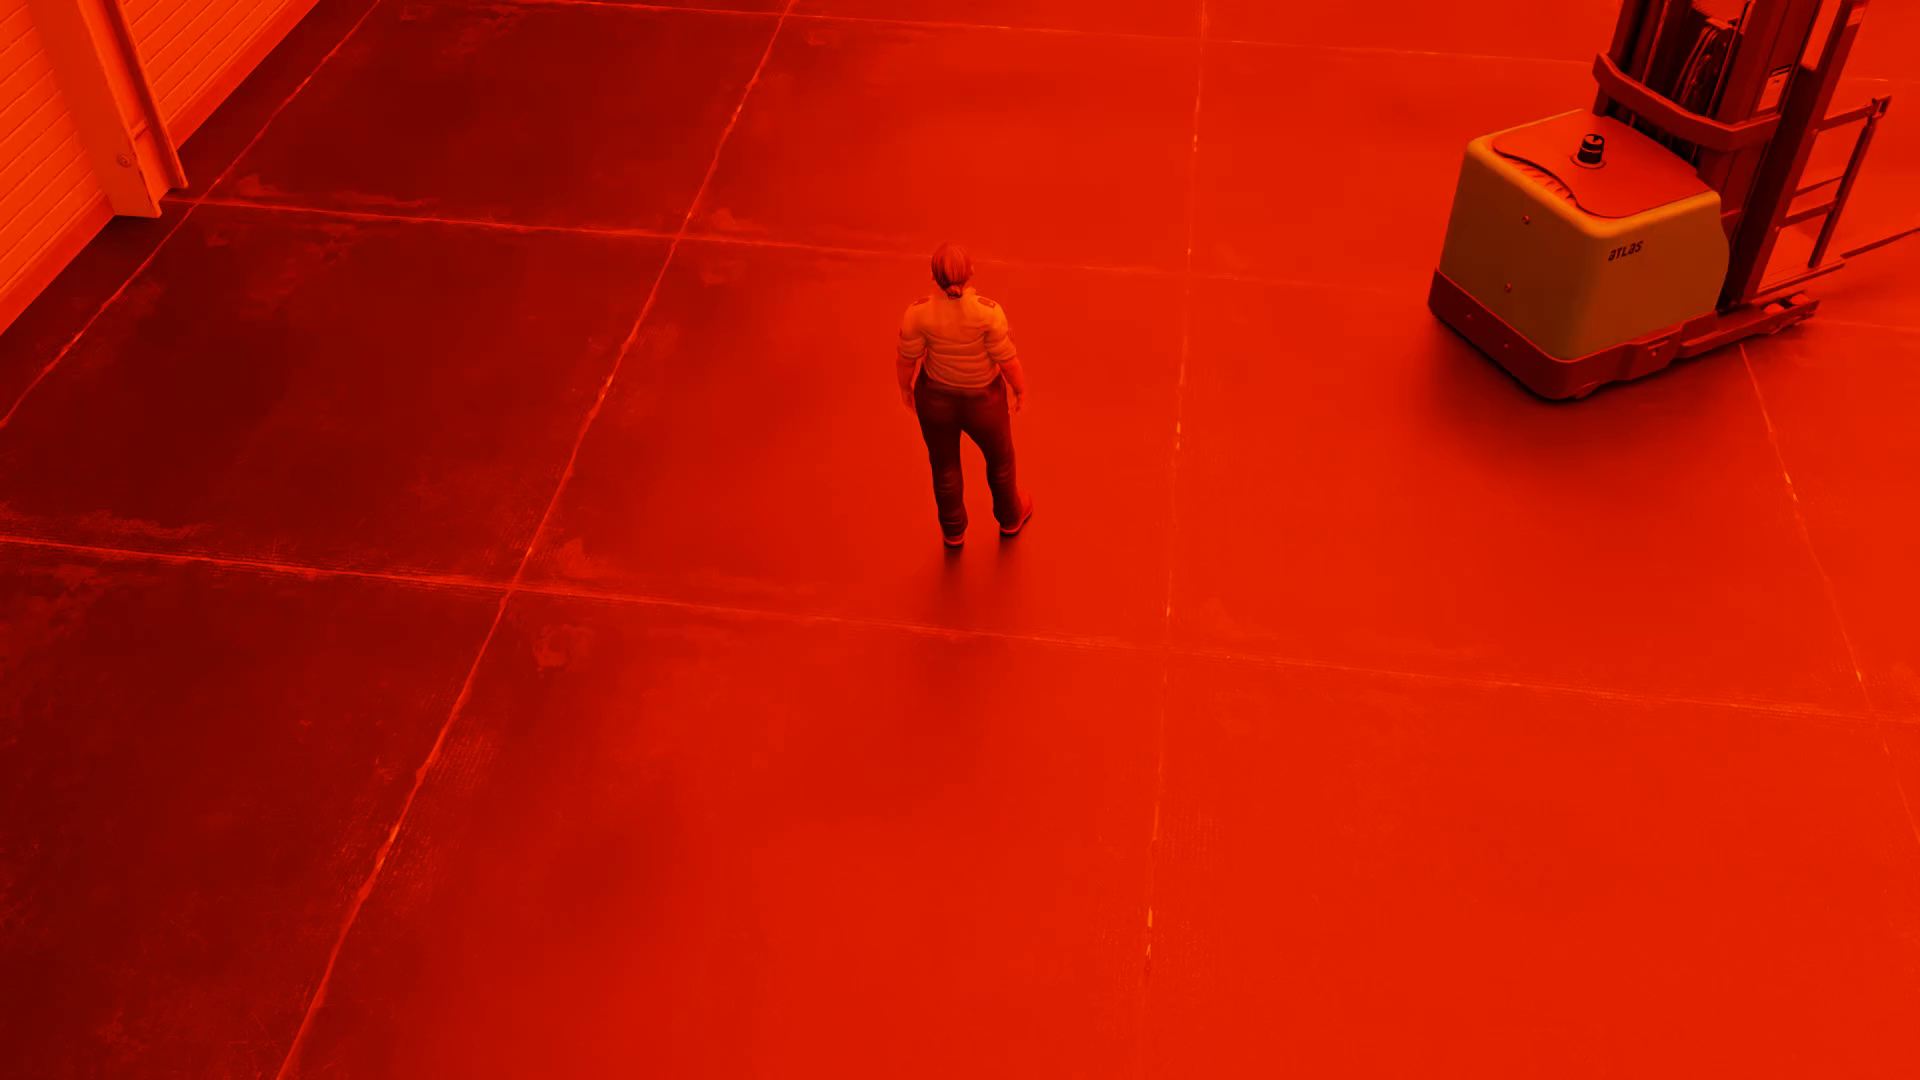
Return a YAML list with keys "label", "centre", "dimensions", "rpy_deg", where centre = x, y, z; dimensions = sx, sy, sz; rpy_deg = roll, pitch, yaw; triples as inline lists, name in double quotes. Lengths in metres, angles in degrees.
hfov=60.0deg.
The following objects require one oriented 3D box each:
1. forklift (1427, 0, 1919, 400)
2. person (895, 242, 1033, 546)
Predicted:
- label: "forklift"
  centre: [4.138, -2.506, 8.452]
  dimensions: [3.031, 2.935, 1.130]
  rpy_deg: [-19, 46, -20]
- label: "person"
  centre: [0.035, -0.668, 7.393]
  dimensions: [0.598, 1.643, 0.503]
  rpy_deg: [5, 43, 6]
